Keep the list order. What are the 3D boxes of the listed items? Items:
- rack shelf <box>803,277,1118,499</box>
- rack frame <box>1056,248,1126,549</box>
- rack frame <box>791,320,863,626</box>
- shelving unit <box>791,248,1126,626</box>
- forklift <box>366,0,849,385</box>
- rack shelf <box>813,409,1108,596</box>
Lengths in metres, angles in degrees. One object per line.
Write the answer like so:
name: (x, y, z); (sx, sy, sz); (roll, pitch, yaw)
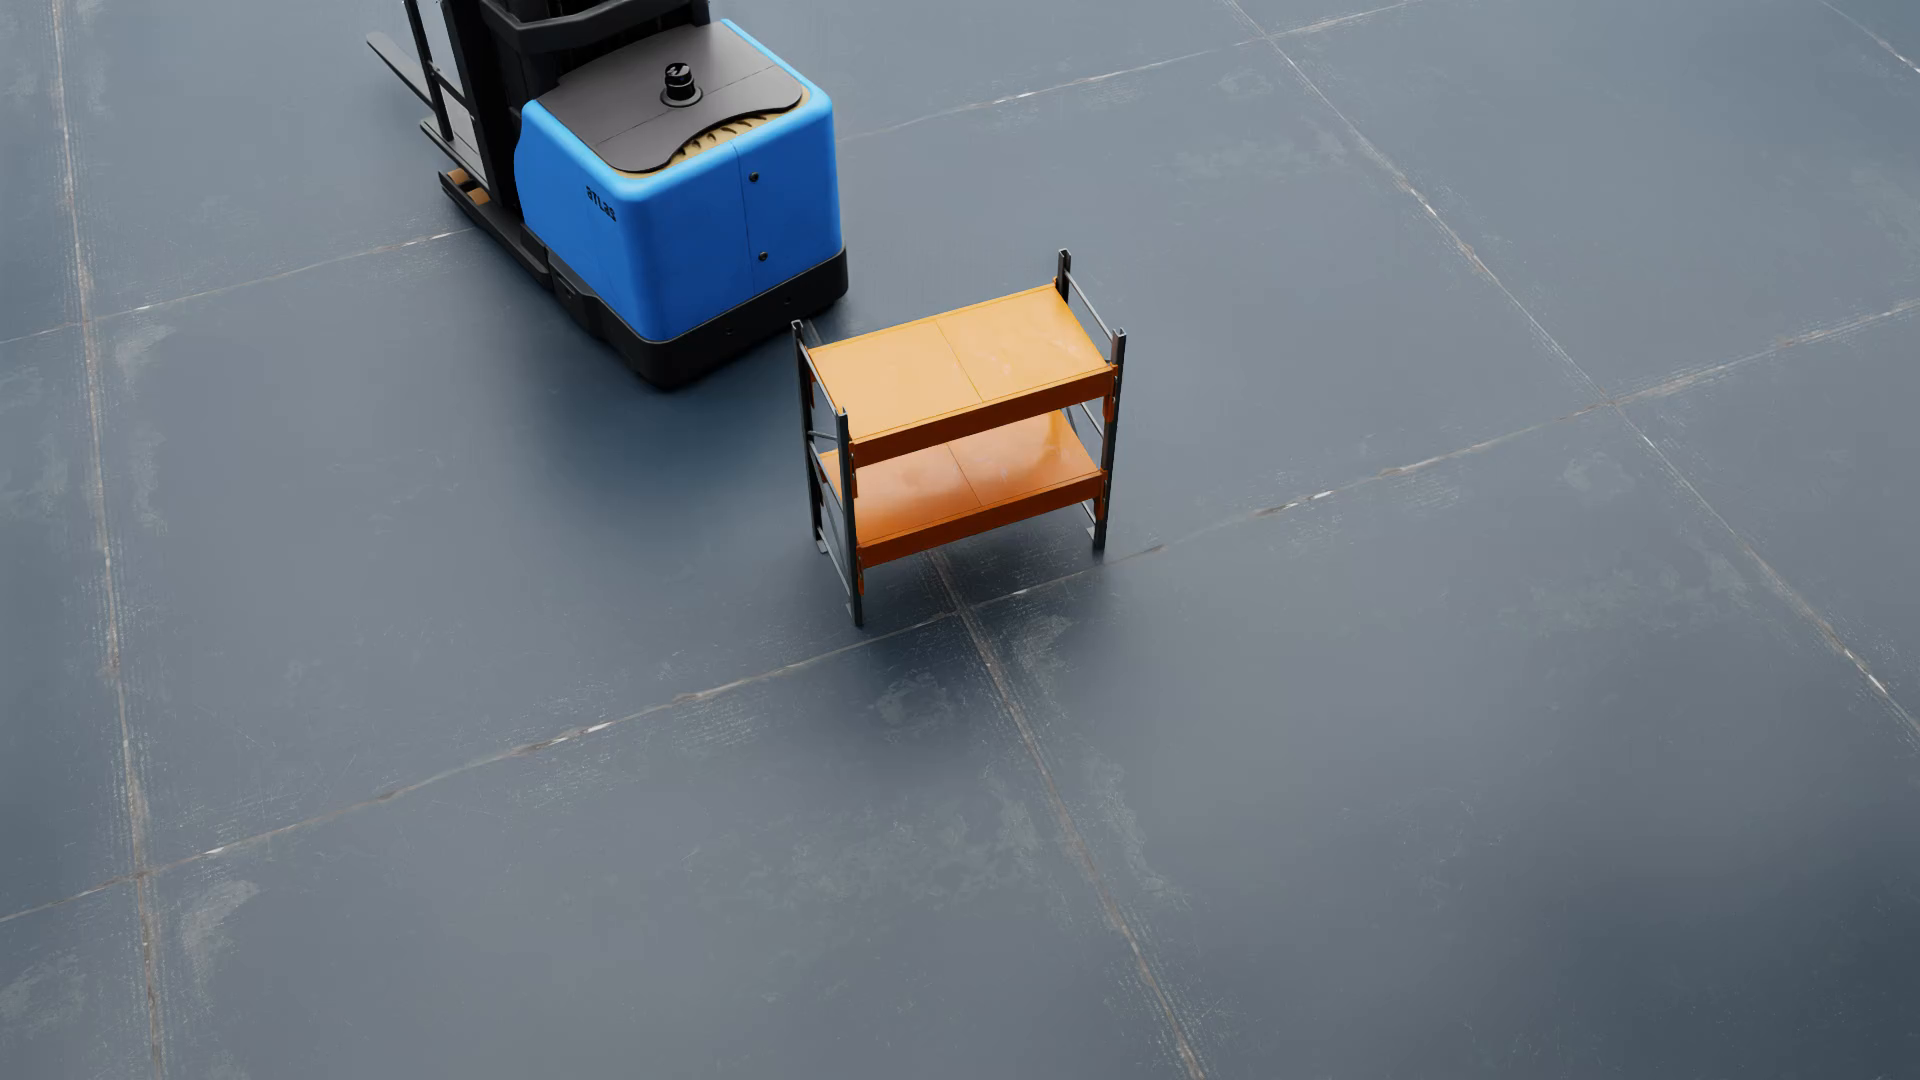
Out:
rack shelf: (-0.006, -0.555, 5.940); (1.000, 0.278, 0.538); (-17, 52, -14)
rack frame: (0.464, -0.510, 6.288); (0.032, 1.125, 0.500); (-17, 52, -14)
rack frame: (-0.477, -0.219, 6.037); (0.032, 1.125, 0.500); (-17, 52, -14)
shelving unit: (-0.006, -0.365, 6.162); (1.048, 1.125, 0.538); (-17, 52, -14)
forklift: (-1.825, -2.670, 6.952); (1.130, 2.935, 3.031); (-32, 56, -24)
rack shelf: (-0.006, -0.205, 6.348); (1.000, 0.278, 0.538); (-17, 52, -14)
